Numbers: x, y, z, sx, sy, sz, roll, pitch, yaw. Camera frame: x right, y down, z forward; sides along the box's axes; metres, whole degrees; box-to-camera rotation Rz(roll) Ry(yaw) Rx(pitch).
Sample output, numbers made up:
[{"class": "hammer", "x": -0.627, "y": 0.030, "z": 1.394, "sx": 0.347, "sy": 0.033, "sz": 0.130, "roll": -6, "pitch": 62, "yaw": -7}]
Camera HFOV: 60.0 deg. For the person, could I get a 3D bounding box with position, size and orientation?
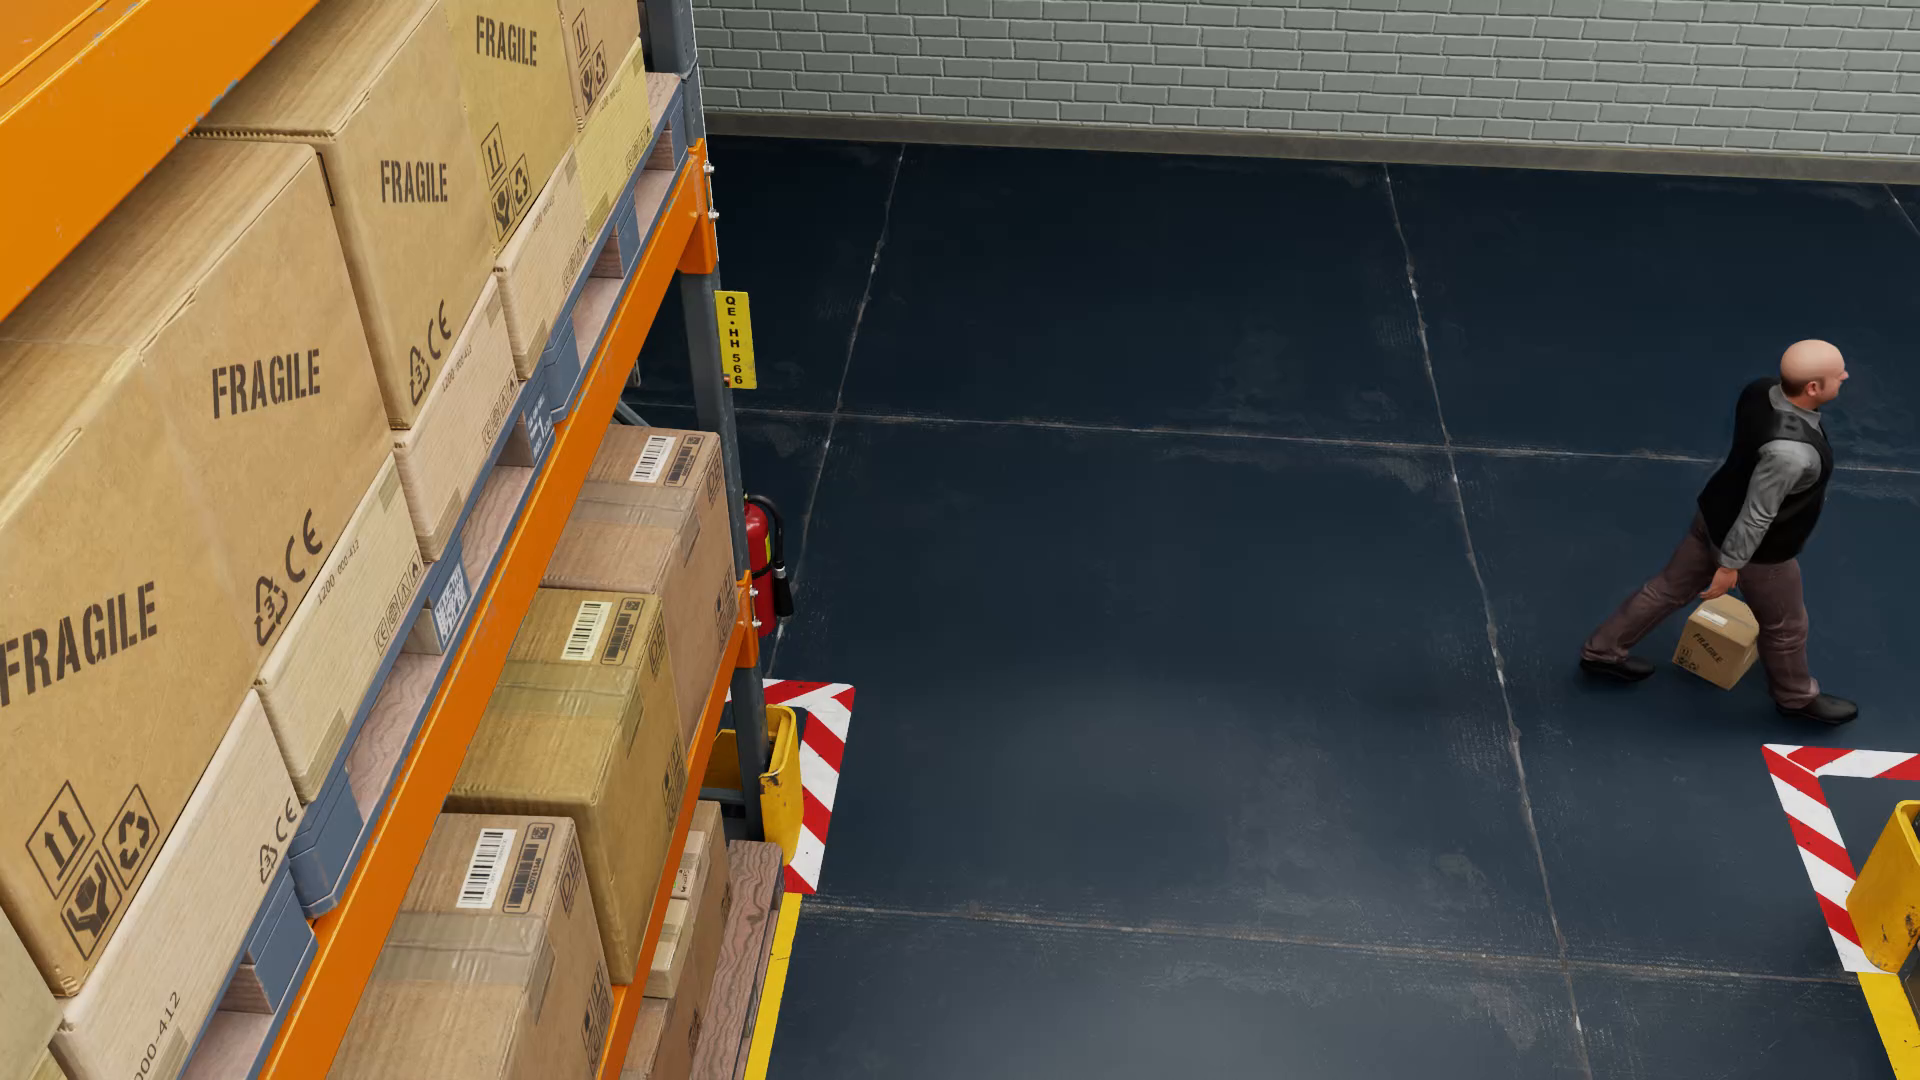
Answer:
[{"class": "person", "x": 3.029, "y": -0.043, "z": 6.207, "sx": 1.043, "sy": 1.658, "sz": 0.558, "roll": 3, "pitch": 40, "yaw": 4}]
